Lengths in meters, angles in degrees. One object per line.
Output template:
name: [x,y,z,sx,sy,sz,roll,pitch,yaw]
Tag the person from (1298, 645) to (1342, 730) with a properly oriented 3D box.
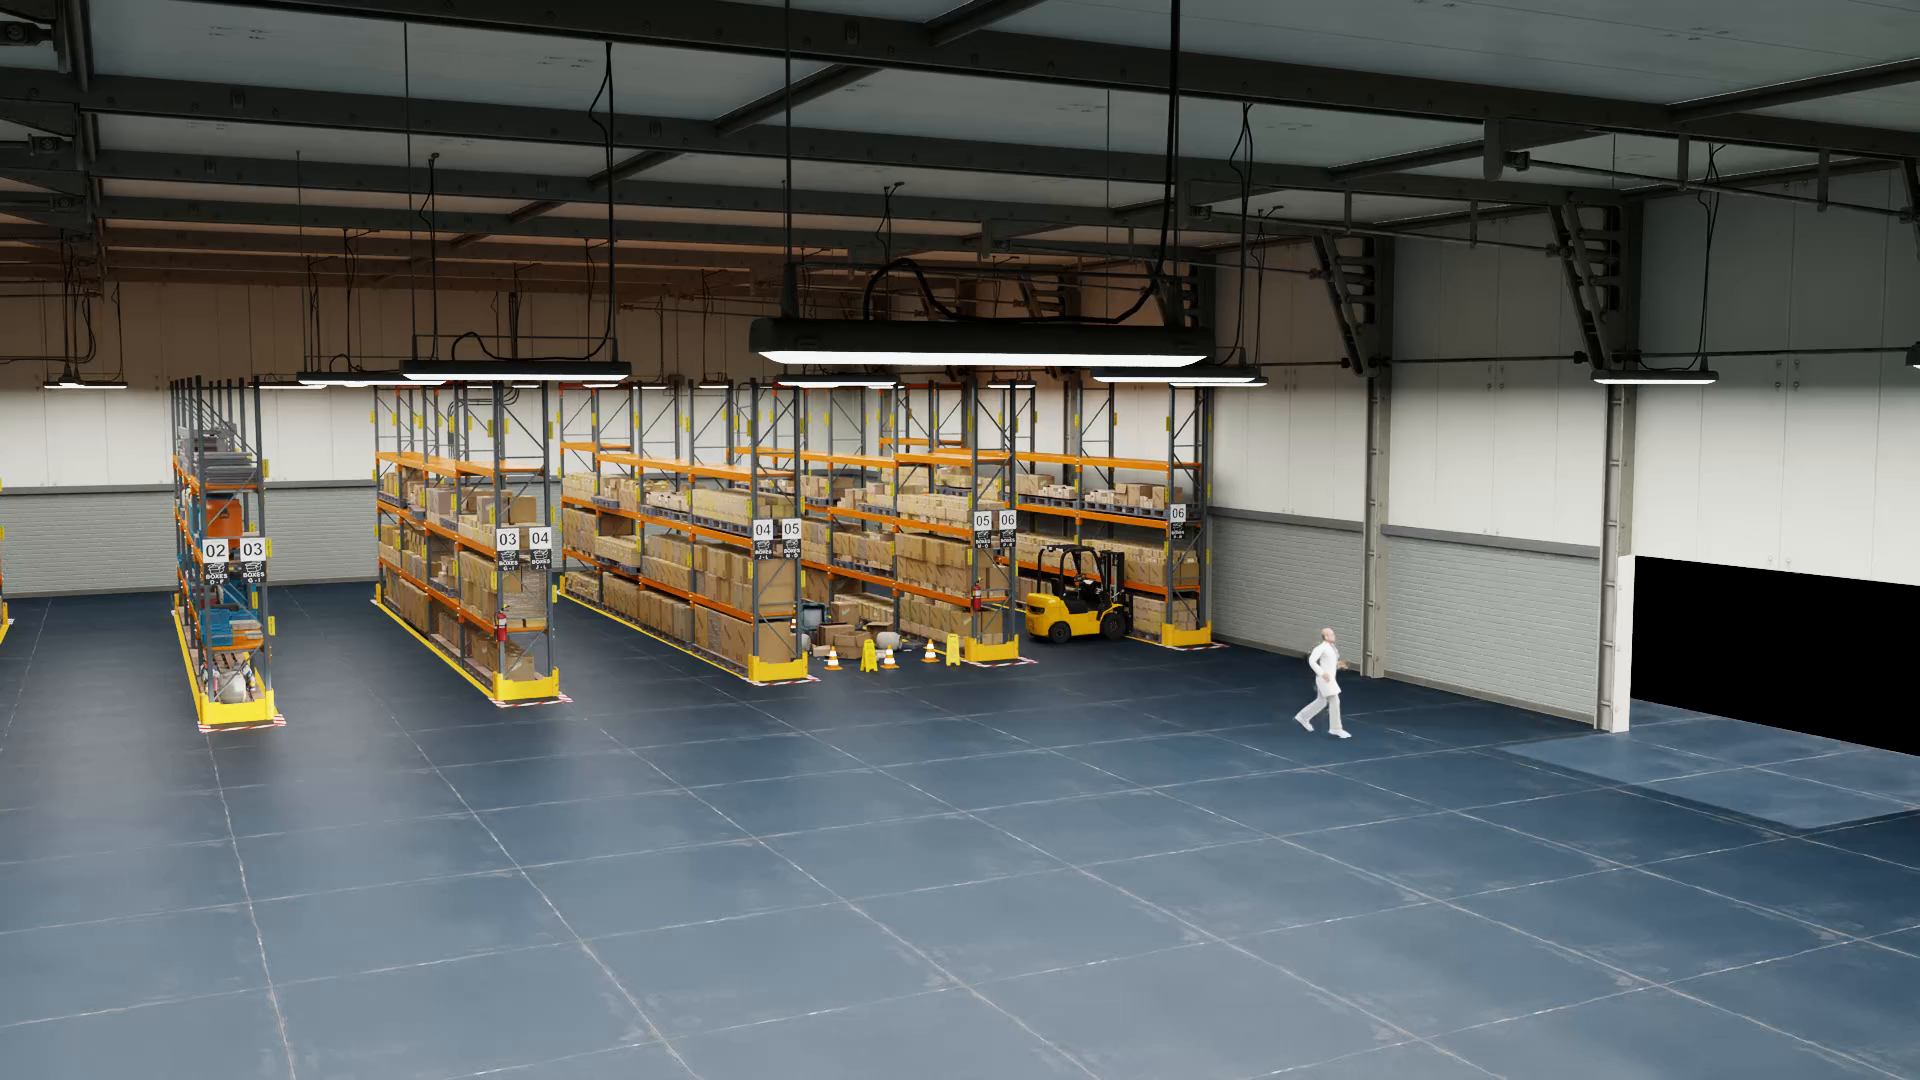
person: [6.002,2.411,27.680,0.759,1.453,0.373,2,5,21]
